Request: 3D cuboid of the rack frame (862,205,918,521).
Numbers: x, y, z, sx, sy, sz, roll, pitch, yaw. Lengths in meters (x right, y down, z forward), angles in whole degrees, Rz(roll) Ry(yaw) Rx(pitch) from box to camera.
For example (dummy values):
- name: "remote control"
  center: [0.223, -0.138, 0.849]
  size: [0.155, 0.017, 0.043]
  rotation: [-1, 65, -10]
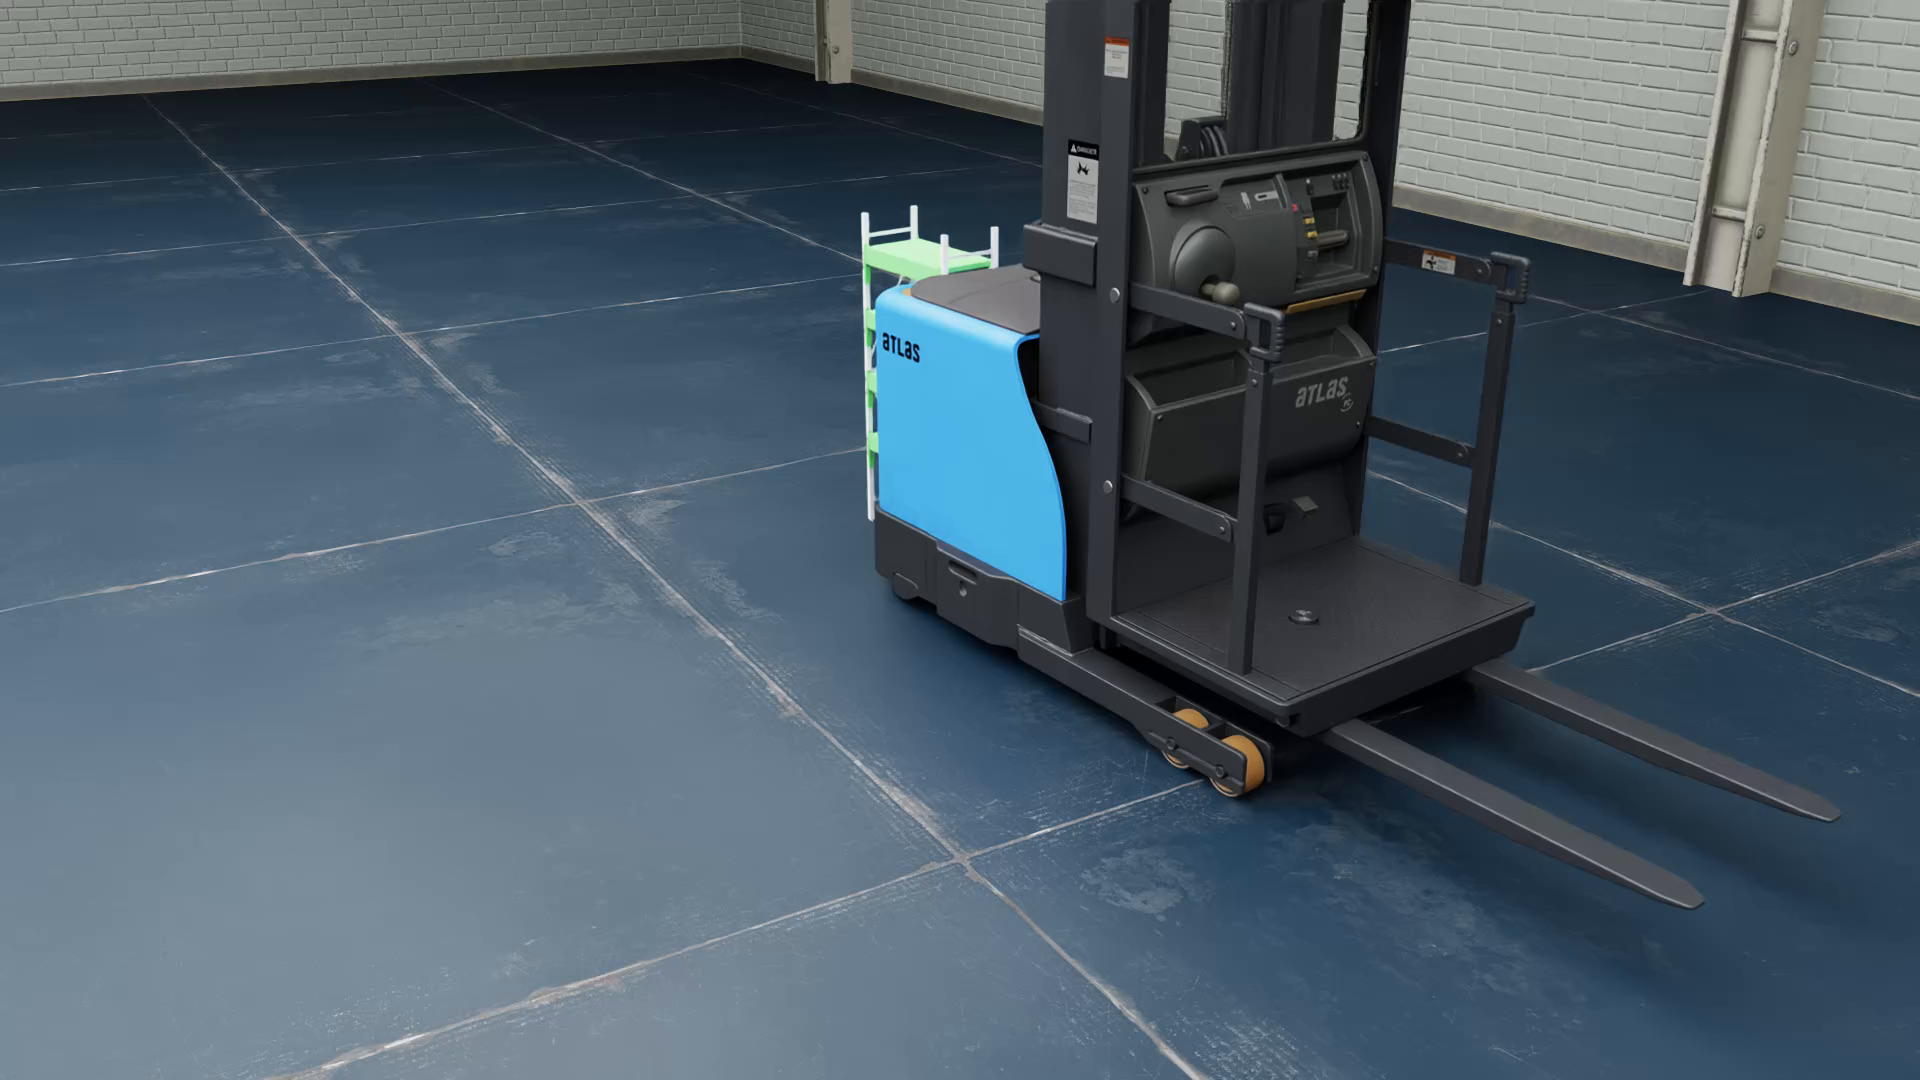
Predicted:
- name: "rack frame"
  center: [-0.259, -0.660, 6.342]
  size: [0.240, 1.200, 0.015]
  rotation: [-16, 27, -34]

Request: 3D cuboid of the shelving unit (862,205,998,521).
- name: "shelving unit"
  center: [-0.112, -0.587, 6.161]
  size: [0.258, 1.200, 0.503]
  rotation: [-16, 27, -34]

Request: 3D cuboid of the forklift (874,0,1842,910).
- name: "forklift"
  center: [0.988, -0.862, 4.539]
  size: [1.130, 2.935, 3.031]
  rotation: [-16, 27, -34]

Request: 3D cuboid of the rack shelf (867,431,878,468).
- name: "rack shelf"
  center: [-0.112, -0.305, 6.276]
  size: [0.258, 0.148, 0.480]
  rotation: [-16, 27, -34]

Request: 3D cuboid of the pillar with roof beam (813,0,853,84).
- name: "pillar with roof beam"
  center: [-5.185, -8.756, 15.902]
  size: [9.100, 9.000, 0.400]
  rotation: [-13, 25, -28]

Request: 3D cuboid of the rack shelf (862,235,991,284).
- name: "rack shelf"
  center: [-0.112, -0.972, 6.005]
  size: [0.258, 0.148, 0.480]
  rotation: [-16, 27, -34]

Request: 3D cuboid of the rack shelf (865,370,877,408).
- name: "rack shelf"
  center: [-0.112, -0.527, 6.185]
  size: [0.258, 0.148, 0.480]
  rotation: [-16, 27, -34]

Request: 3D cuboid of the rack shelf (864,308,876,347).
- name: "rack shelf"
  center: [-0.112, -0.750, 6.095]
  size: [0.258, 0.148, 0.480]
  rotation: [-16, 27, -34]

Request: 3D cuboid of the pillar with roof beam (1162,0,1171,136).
- name: "pillar with roof beam"
  center: [-2.120, -6.813, 11.123]
  size: [9.100, 9.000, 0.400]
  rotation: [-13, 25, -28]

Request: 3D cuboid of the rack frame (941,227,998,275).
- name: "rack frame"
  center: [0.034, -0.513, 5.981]
  size: [0.240, 1.200, 0.015]
  rotation: [-16, 27, -34]

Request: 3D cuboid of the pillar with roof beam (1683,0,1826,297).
- name: "pillar with roof beam"
  center: [0.945, -4.871, 6.345]
  size: [9.100, 9.000, 0.400]
  rotation: [-13, 25, -28]
